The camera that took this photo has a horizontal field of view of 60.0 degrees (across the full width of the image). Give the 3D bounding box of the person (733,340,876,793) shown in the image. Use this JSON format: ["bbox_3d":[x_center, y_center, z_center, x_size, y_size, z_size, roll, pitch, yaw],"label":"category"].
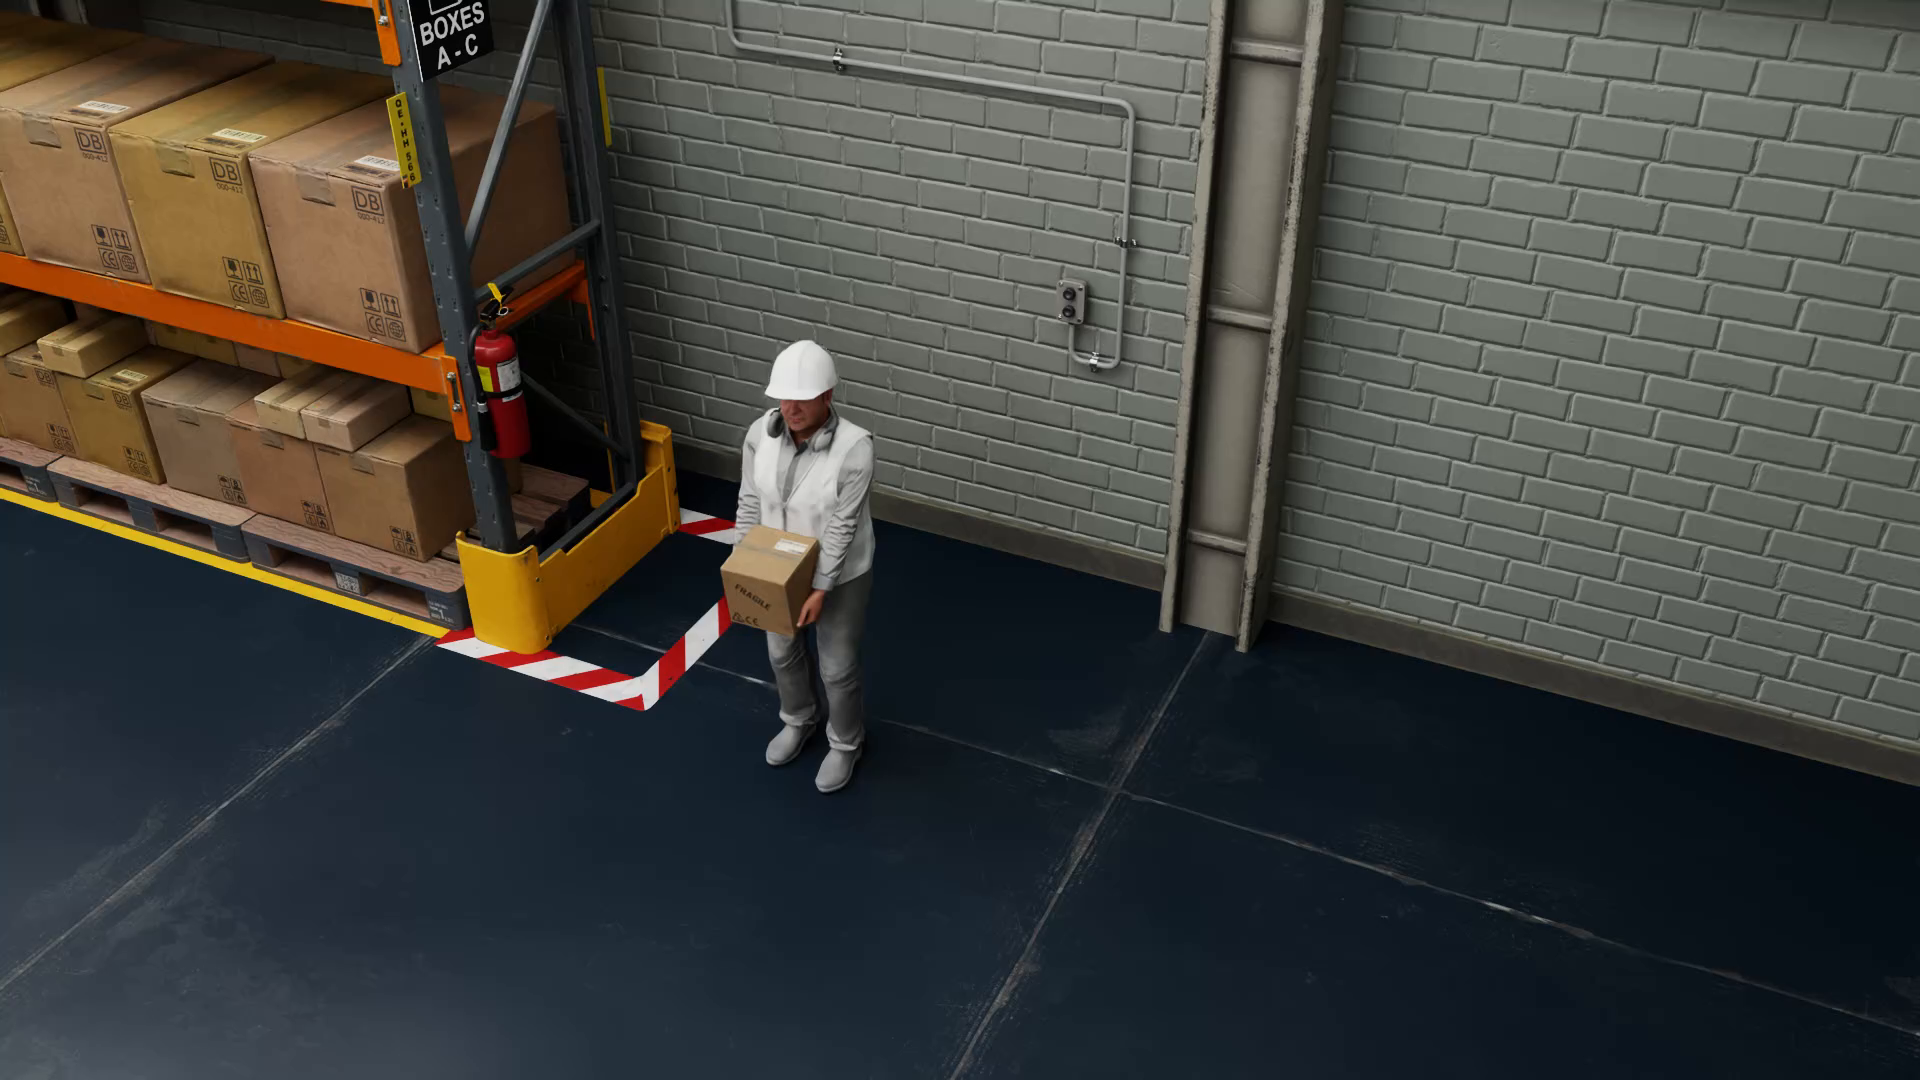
[{"bbox_3d":[-0.547,0.126,5.933,0.494,1.772,0.558,14,36,20],"label":"person"}]
